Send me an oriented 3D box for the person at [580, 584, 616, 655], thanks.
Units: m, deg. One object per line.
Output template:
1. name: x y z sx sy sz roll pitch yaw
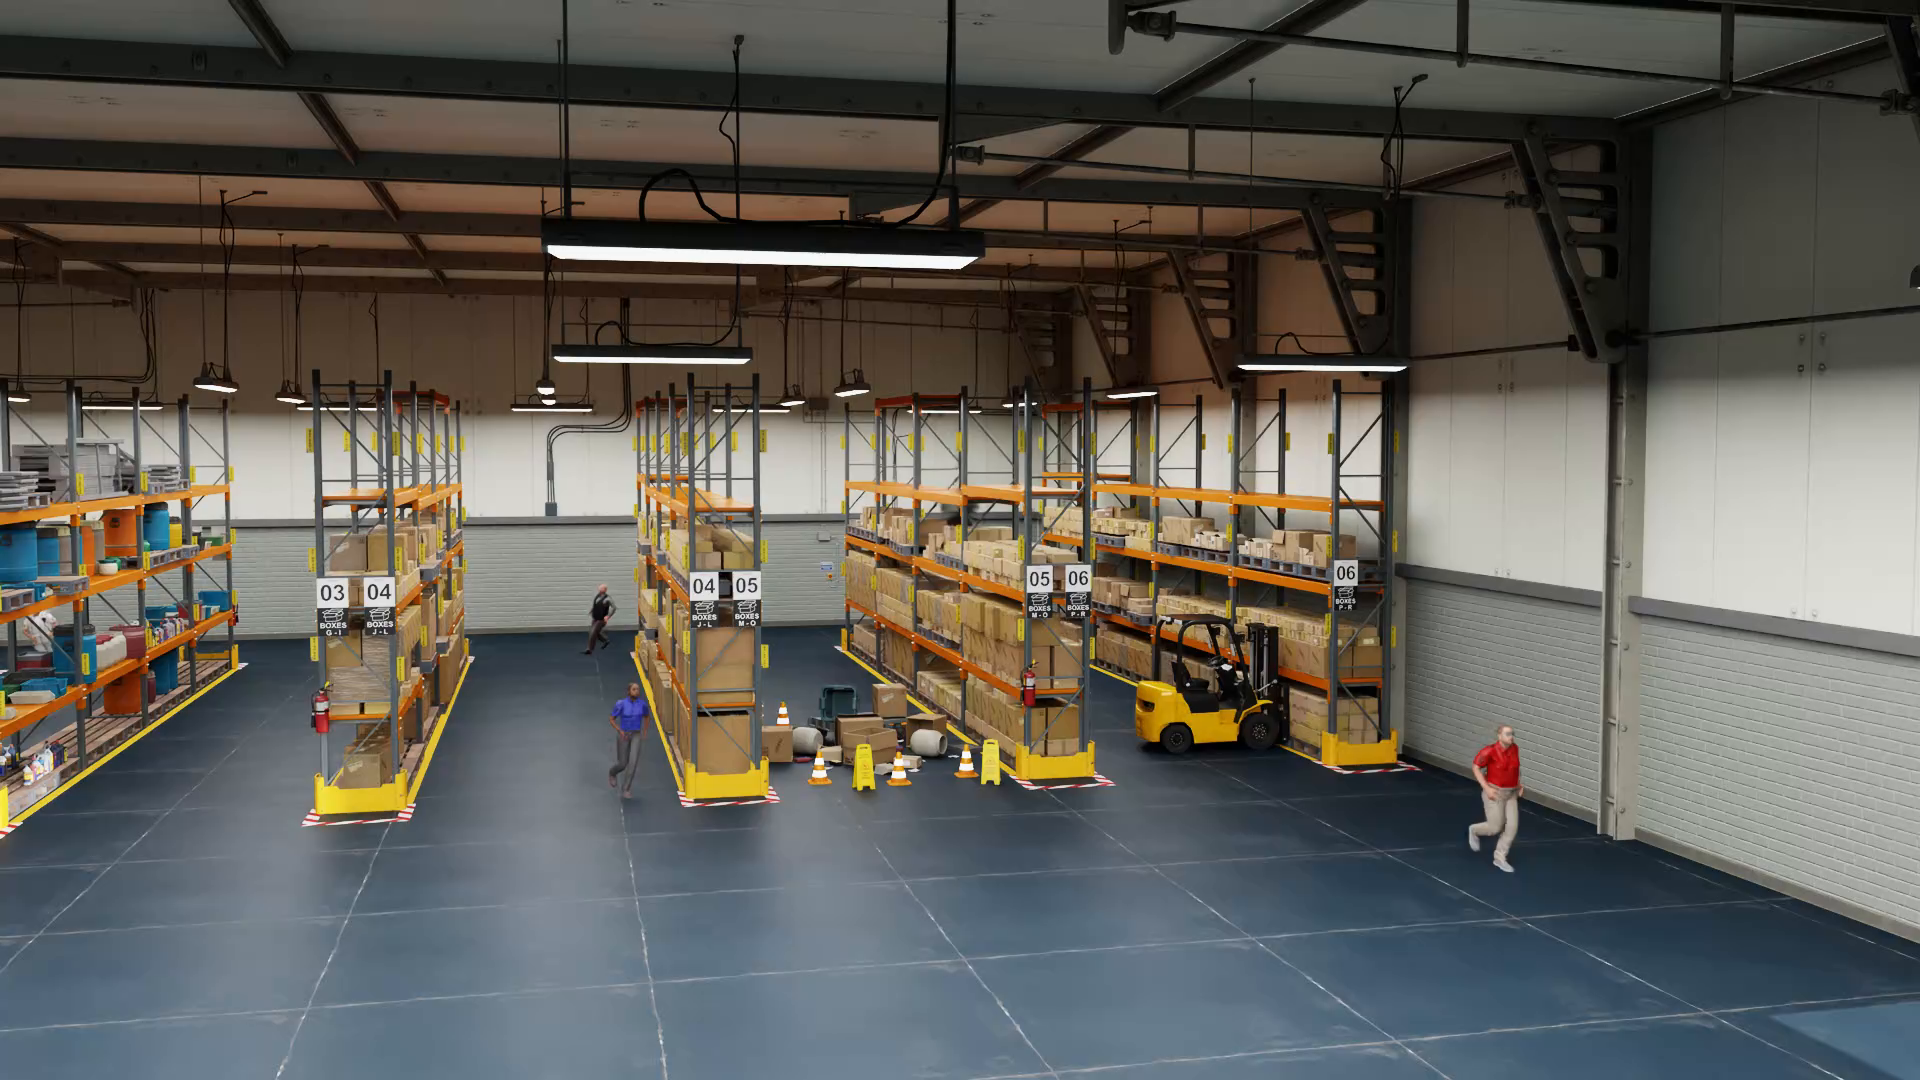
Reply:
1. person: -8.516 1.887 39.376 0.714 1.676 0.914 3 4 41

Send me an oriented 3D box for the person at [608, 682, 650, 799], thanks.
1. person: -4.728 2.846 23.804 0.591 1.650 0.642 -2 4 -31

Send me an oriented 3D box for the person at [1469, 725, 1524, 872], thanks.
1. person: 6.387 3.029 19.765 0.685 1.702 0.714 -1 4 -24

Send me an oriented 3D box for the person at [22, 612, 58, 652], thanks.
1. person: -19.502 2.122 35.333 0.730 1.698 0.588 -1 4 -22
